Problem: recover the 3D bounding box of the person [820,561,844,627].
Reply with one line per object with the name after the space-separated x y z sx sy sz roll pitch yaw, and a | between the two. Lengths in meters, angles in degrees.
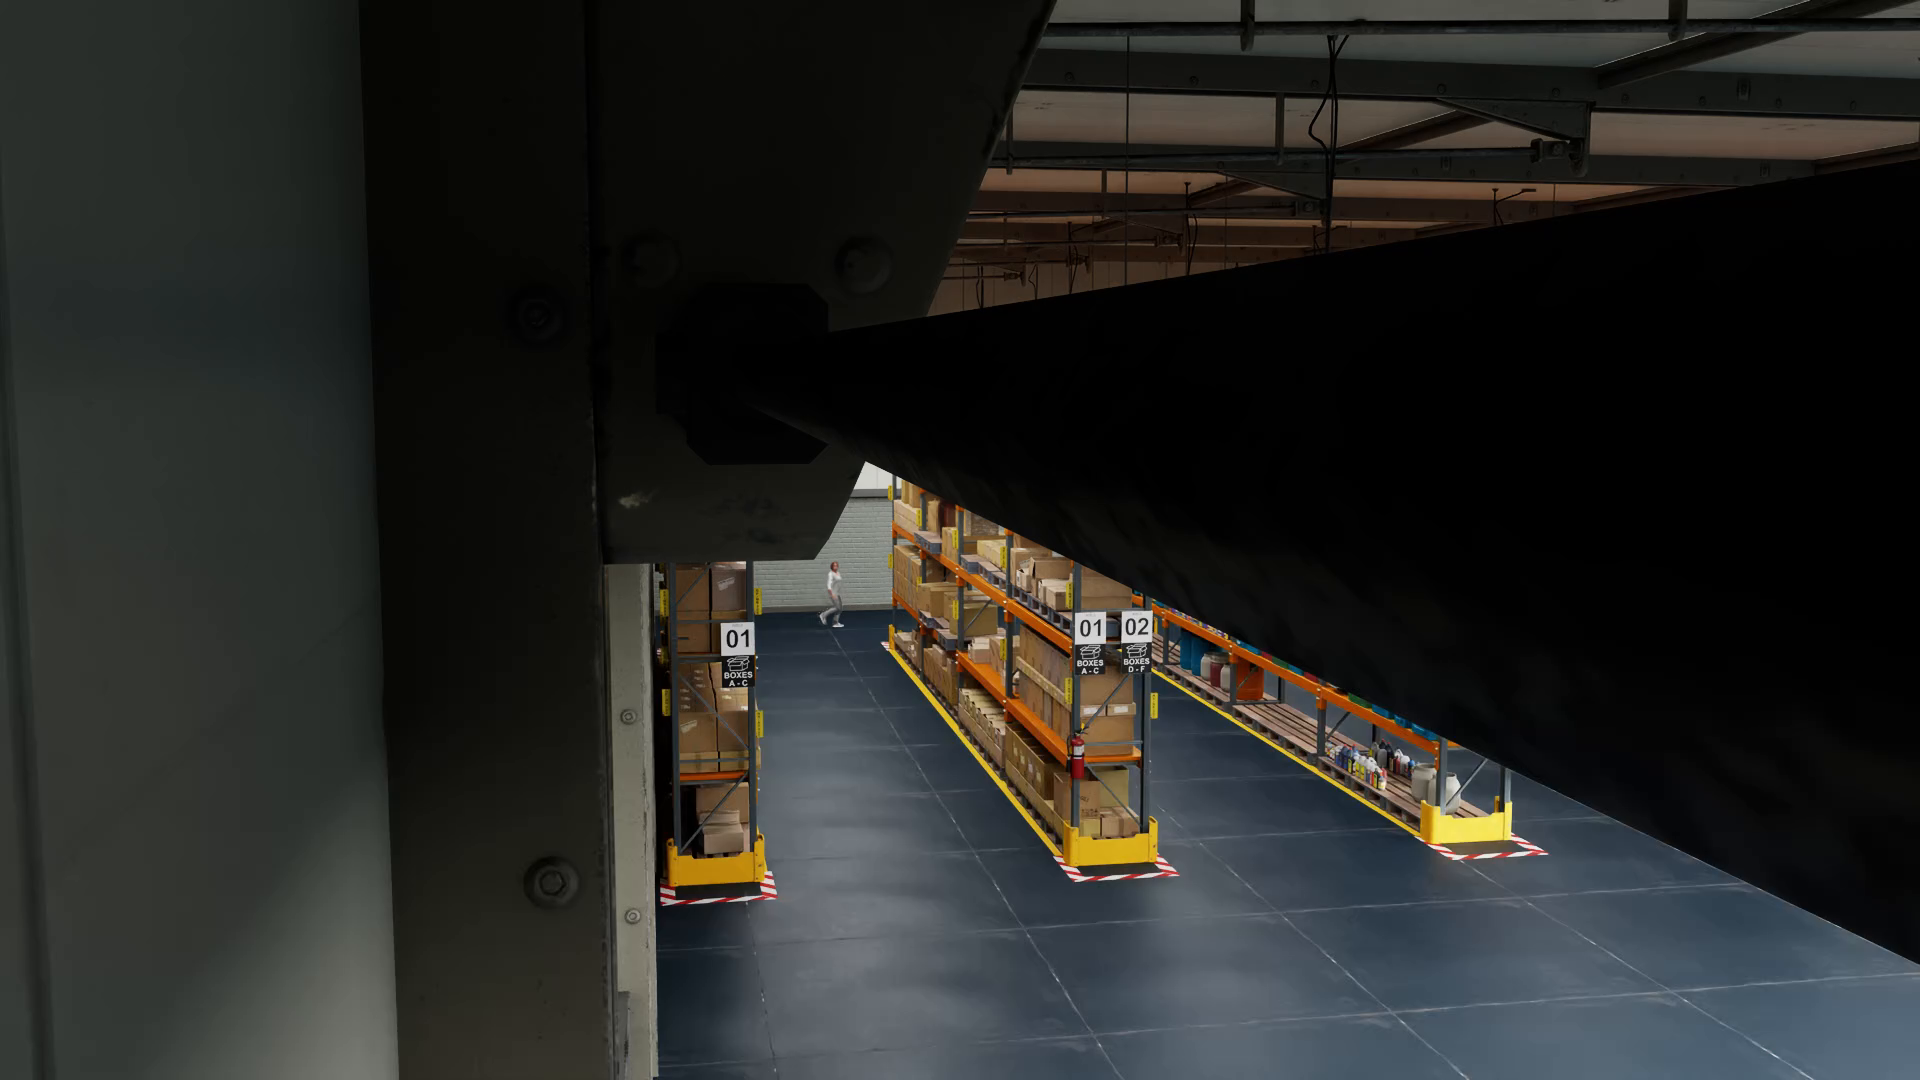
-3.019 1.287 39.326 0.557 1.574 0.430 1 6 6 | person
